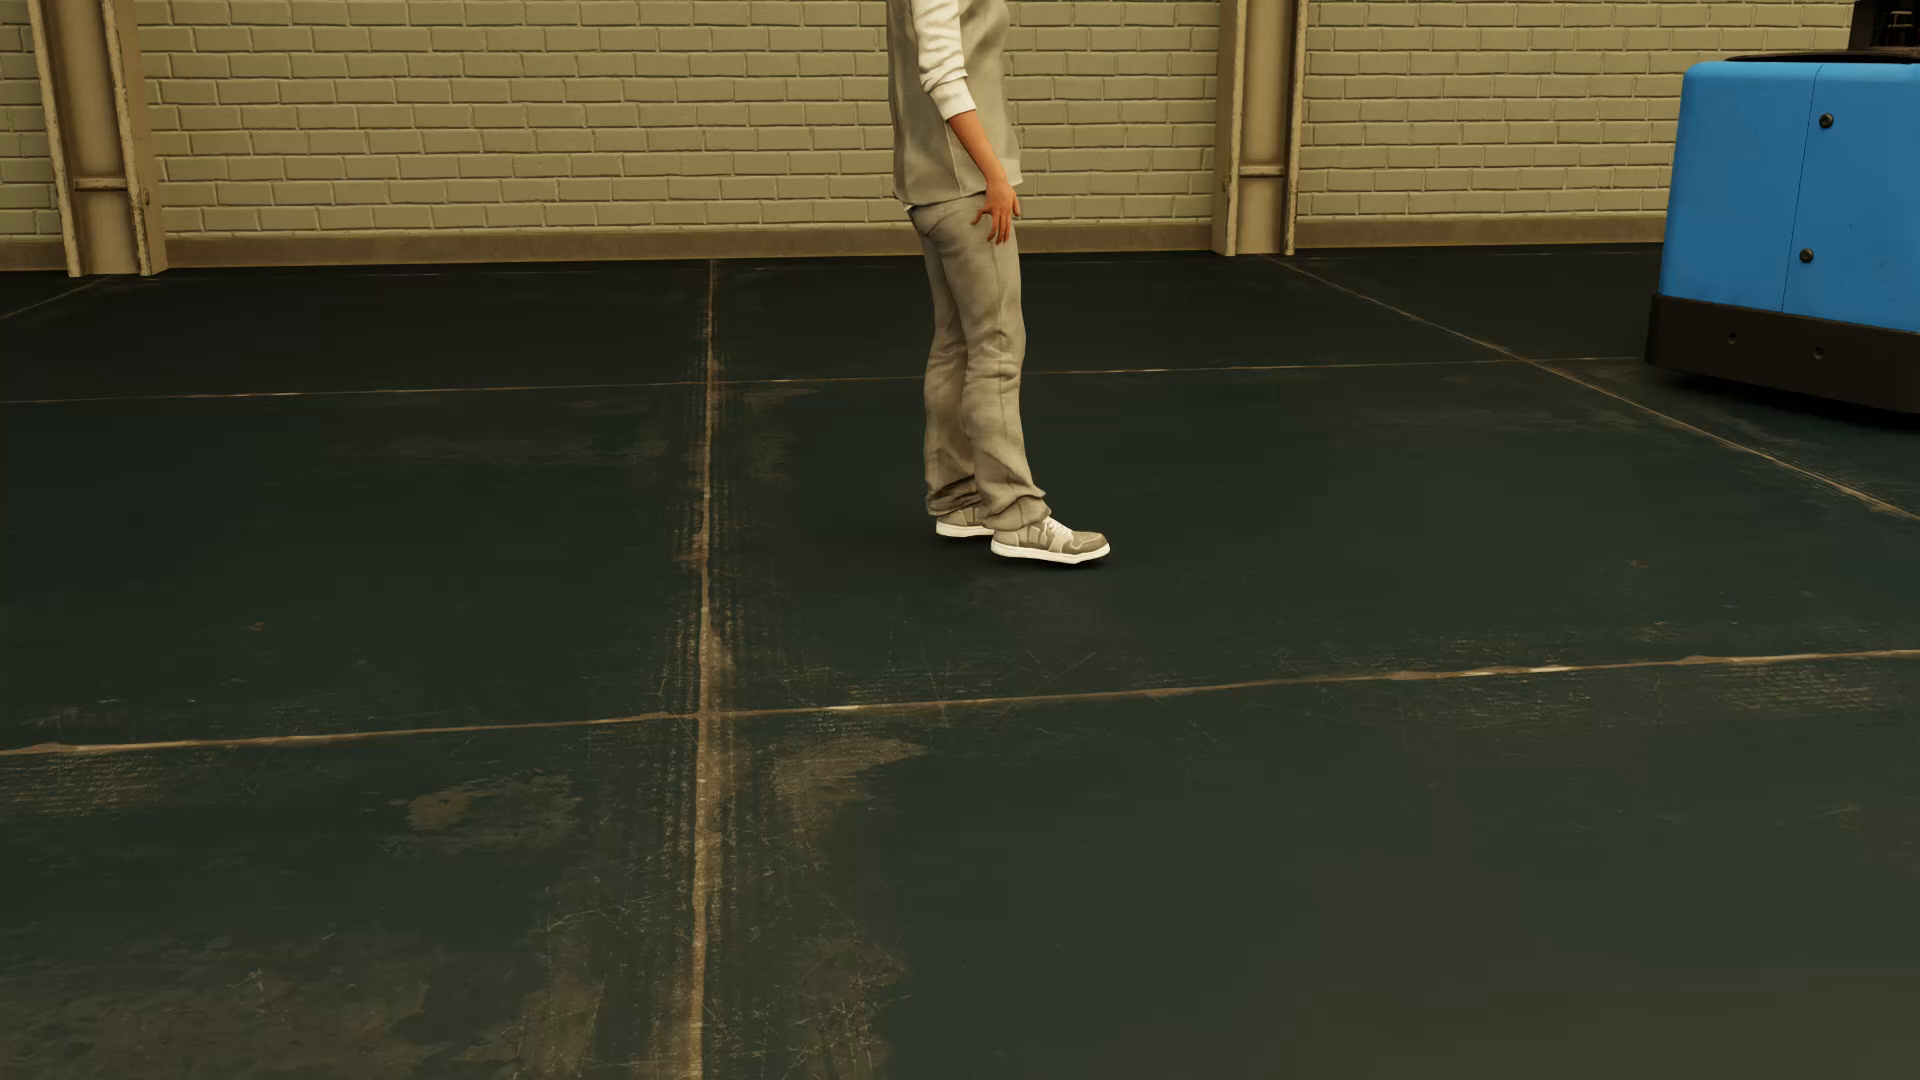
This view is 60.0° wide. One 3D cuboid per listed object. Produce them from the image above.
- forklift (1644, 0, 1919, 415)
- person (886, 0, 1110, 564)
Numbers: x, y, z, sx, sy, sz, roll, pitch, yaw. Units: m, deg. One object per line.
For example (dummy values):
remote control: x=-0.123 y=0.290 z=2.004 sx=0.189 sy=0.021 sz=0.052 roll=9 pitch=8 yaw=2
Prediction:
forklift: x=3.897 y=-2.046 z=5.677 sx=3.031 sy=2.935 sz=1.130 roll=-10 pitch=19 yaw=-29
person: x=0.076 y=-0.771 z=3.730 sx=0.473 sy=1.599 sz=0.520 roll=-2 pitch=17 yaw=-8
